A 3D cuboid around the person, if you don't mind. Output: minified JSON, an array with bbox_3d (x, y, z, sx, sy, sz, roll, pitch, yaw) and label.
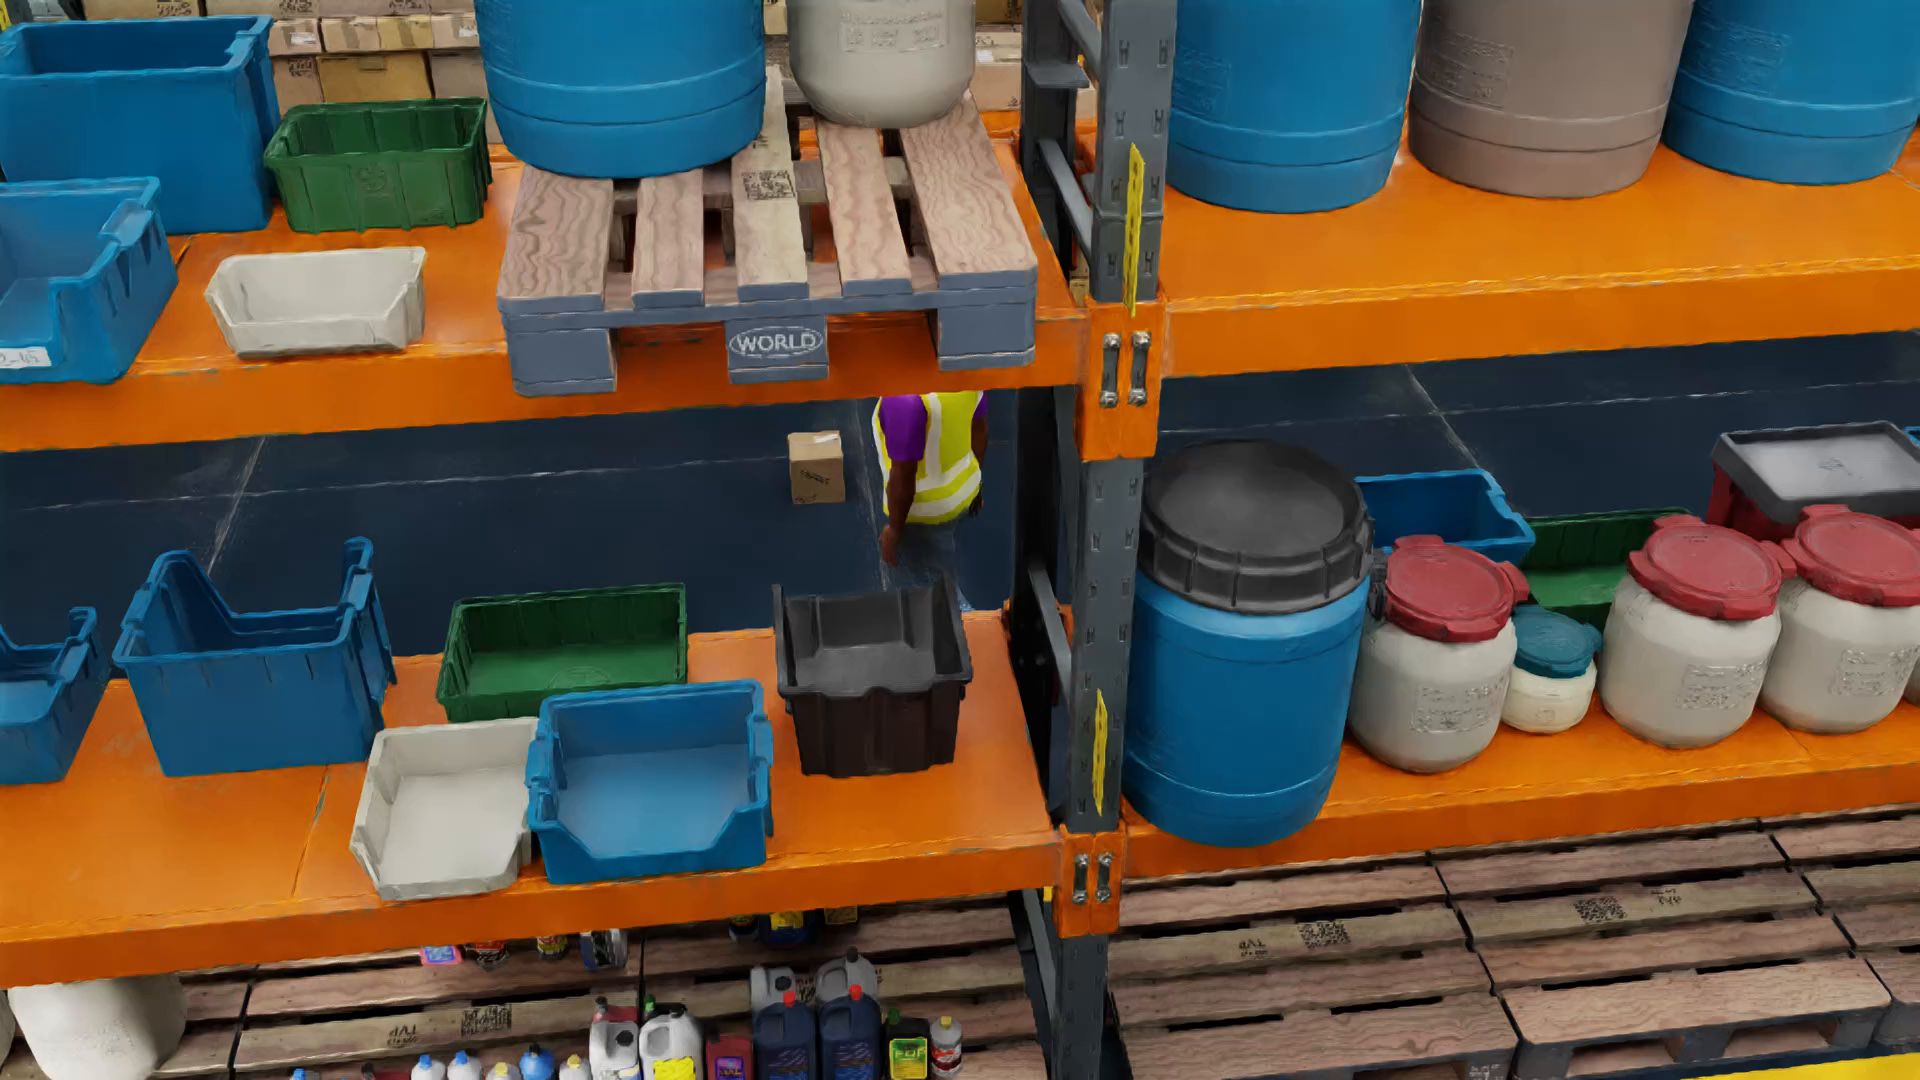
[{"bbox_3d":[-0.080,-0.147,6.343,0.581,1.755,0.599,16,38,22],"label":"person"}]
